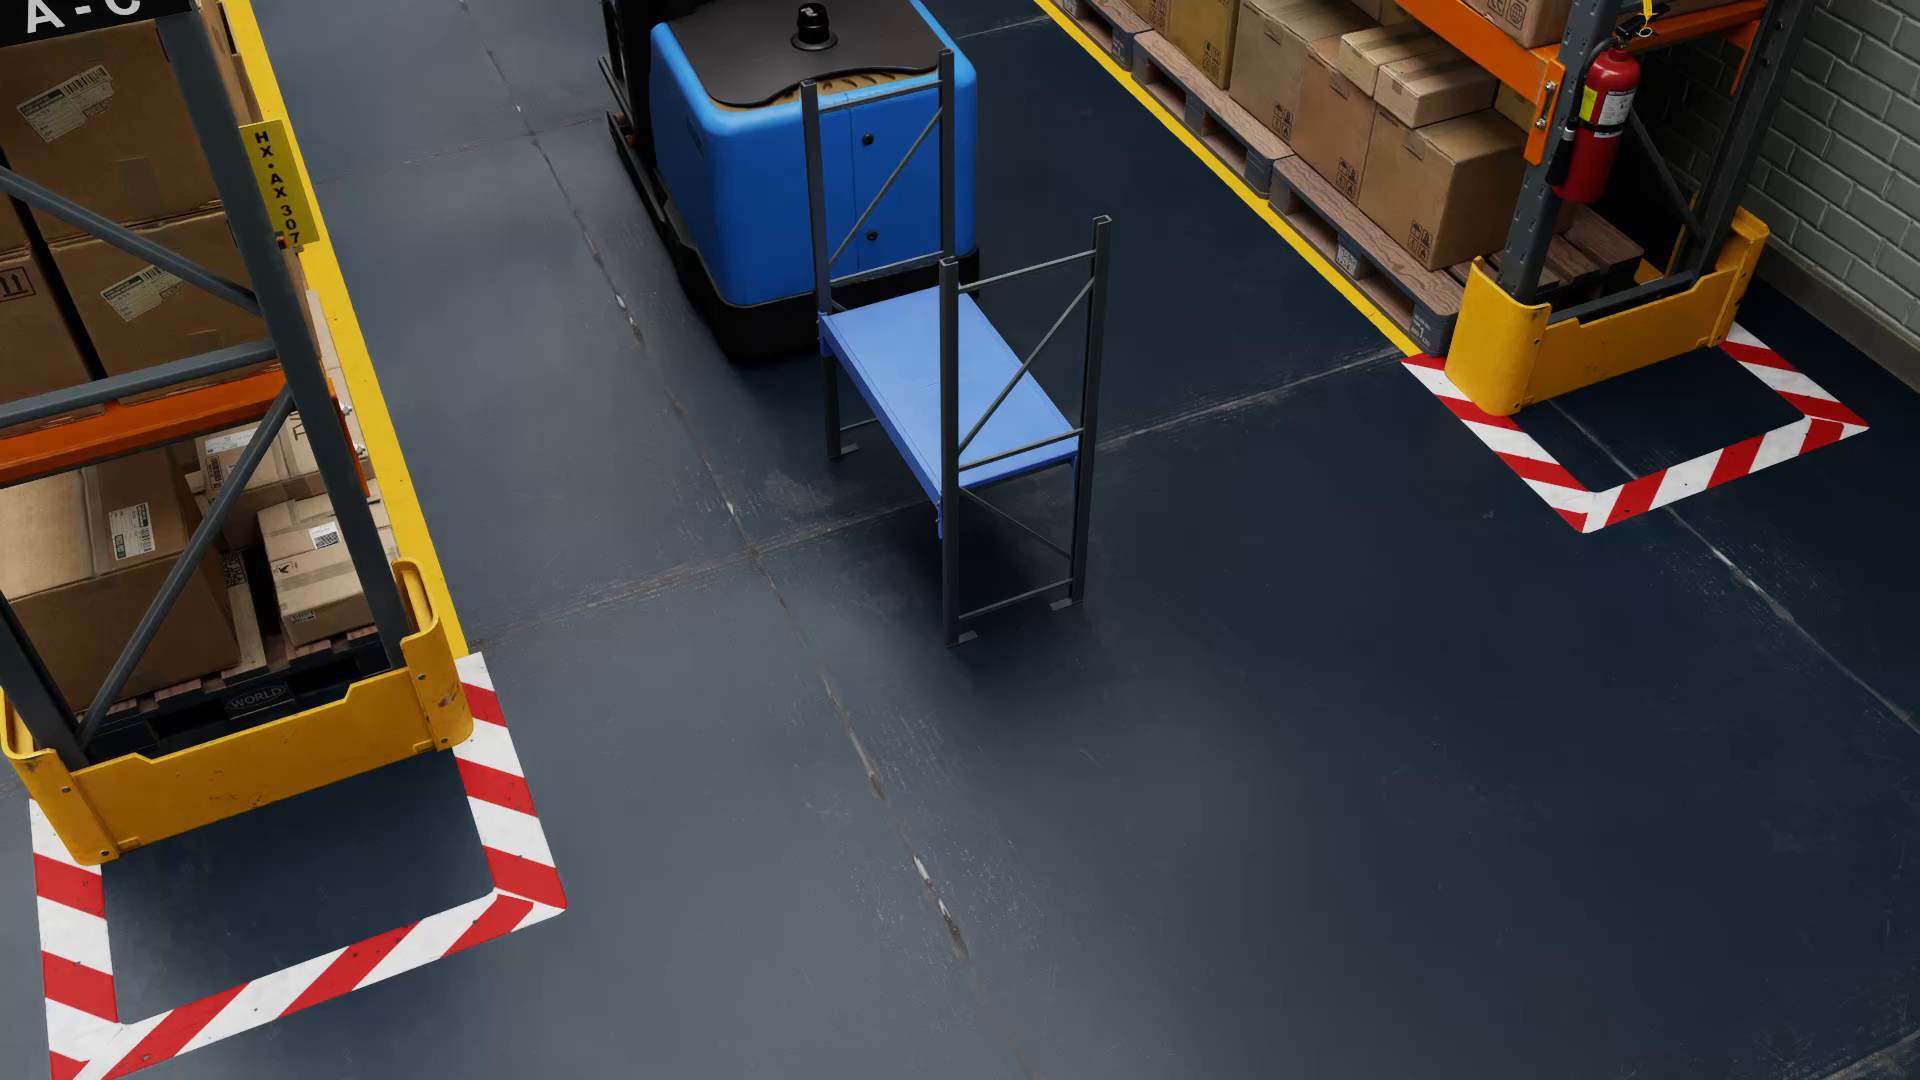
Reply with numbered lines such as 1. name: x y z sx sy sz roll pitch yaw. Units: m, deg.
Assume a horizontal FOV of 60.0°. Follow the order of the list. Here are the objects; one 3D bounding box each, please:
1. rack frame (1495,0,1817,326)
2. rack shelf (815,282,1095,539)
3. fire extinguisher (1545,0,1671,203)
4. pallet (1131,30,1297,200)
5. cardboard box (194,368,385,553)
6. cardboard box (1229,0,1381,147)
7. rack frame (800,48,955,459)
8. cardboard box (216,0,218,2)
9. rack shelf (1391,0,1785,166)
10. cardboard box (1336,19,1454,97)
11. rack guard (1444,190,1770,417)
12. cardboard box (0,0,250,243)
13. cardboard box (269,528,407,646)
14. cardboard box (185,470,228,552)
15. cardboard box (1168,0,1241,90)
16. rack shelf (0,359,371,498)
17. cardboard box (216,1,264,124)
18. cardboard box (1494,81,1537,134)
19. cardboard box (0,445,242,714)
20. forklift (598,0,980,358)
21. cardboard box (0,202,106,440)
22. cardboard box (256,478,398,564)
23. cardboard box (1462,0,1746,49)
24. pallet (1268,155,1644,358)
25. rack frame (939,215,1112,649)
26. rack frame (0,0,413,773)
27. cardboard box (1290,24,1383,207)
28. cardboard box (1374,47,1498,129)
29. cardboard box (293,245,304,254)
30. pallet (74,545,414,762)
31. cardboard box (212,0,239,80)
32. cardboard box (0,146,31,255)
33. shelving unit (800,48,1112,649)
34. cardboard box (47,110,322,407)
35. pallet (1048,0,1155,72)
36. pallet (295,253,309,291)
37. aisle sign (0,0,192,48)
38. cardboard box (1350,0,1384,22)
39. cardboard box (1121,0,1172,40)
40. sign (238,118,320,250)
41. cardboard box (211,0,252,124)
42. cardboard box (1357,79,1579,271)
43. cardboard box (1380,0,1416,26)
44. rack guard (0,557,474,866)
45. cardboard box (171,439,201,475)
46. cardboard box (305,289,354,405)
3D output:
1. rack frame: 2.435 -1.810 5.449 1.000 3.000 0.127 -18 47 -17
2. rack shelf: -0.036 -0.460 5.405 0.538 0.185 1.000 -18 47 -17
3. fire extinguisher: 2.080 -1.418 5.372 0.296 0.674 0.183 -18 47 -17
4. pallet: 1.519 -2.081 7.708 1.003 0.211 1.213 -18 47 -17
5. cardboard box: -2.239 -0.272 5.534 0.500 0.250 0.500 -18 47 -17
6. cardboard box: 1.628 -2.126 7.250 0.700 0.500 0.500 -19 48 -19
7. rack frame: -0.250 -0.912 5.607 0.500 1.500 0.032 -18 47 -17
8. cardboard box: -3.722 -2.541 7.656 0.500 0.500 0.500 -20 48 -19
9. rack shelf: 1.594 -2.829 6.994 1.077 0.370 4.000 -18 47 -17
10. cardboard box: 1.723 -1.908 6.567 0.380 0.149 0.250 -17 47 -16
11. rack guard: 2.446 -0.905 6.312 1.175 0.500 0.348 -18 47 -17
12. cardboard box: -2.005 -1.097 3.943 0.500 0.500 0.500 -17 47 -16
13. cardboard box: -1.922 0.145 5.184 0.380 0.149 0.250 -18 47 -17
14. cardboard box: -2.598 -0.052 5.371 0.380 0.166 0.250 -18 47 -17
15. cardboard box: 1.397 -2.463 7.592 0.700 0.500 0.500 -17 47 -16
16. rack shelf: -2.898 -1.364 5.509 1.077 0.370 4.000 -18 47 -17
17. cardboard box: -3.242 -1.882 6.988 0.500 0.500 0.500 -18 47 -17
18. cardboard box: 2.284 -1.697 6.353 0.380 0.149 0.250 -18 47 -17
19. cardboard box: -2.510 0.114 4.965 0.500 0.500 0.500 -18 47 -17
20. forklift: -0.943 -2.787 6.488 1.130 2.935 3.031 -16 47 -15
21. cardboard box: -2.493 -0.586 4.137 0.500 0.500 0.500 -17 47 -16
22. cardboard box: -2.027 -0.021 5.340 0.380 0.166 0.250 -18 47 -17
23. cardboard box: 2.212 -2.239 5.670 0.980 0.700 0.700 -16 47 -16
24. pallet: 2.028 -1.304 6.922 1.003 0.211 1.213 -18 47 -17
25. rack frame: 0.178 -0.264 4.950 0.500 1.500 0.032 -18 47 -17
26. rack frame: -2.057 -0.345 3.964 1.000 3.000 0.127 -18 47 -17
27. cardboard box: 1.840 -1.806 6.925 0.700 0.500 0.500 -18 47 -18
28. cardboard box: 1.831 -1.746 6.402 0.380 0.149 0.250 -19 48 -18
29. cardboard box: -2.927 -1.336 6.570 0.500 0.311 0.500 -18 47 -17
30. pallet: -2.426 0.091 5.507 1.003 0.211 1.213 -18 47 -17
31. cardboard box: -2.644 -1.708 5.274 0.500 0.500 0.500 -17 47 -17
32. cardboard box: -2.494 -0.939 3.783 0.500 0.500 0.500 -18 48 -18
33. shelving unit: -0.036 -0.588 5.278 0.538 1.500 1.048 -18 47 -17
34. cardboard box: -2.005 -0.741 4.295 0.500 0.500 0.500 -17 47 -17
35. pallet: 1.002 -2.859 8.497 1.003 0.211 1.213 -18 47 -17
36. pallet: -2.935 -0.685 6.294 1.003 0.211 1.213 -18 47 -17
37. aisle sign: -1.762 -1.314 3.095 0.394 0.787 0.004 -18 47 -17
38. cardboard box: 1.858 -2.341 7.006 0.380 0.149 0.250 -17 47 -17
39. cardboard box: 1.183 -2.791 7.924 0.700 0.500 0.500 -18 48 -18
40. sign: -1.565 -0.814 3.823 0.100 0.325 0.005 -18 47 -17
41. cardboard box: -2.435 -1.389 4.951 0.500 0.500 0.500 -18 47 -18
42. cardboard box: 2.050 -1.487 6.602 0.700 0.500 0.500 -18 47 -17
43. cardboard box: 1.966 -2.179 6.842 0.380 0.149 0.250 -18 47 -17
44. rack guard: -2.089 0.496 4.891 1.175 0.500 0.348 -18 47 -17
45. cardboard box: -2.882 -0.411 5.675 0.500 0.250 0.500 -18 47 -17
46. cardboard box: -2.449 -0.591 5.857 0.500 0.250 0.500 -18 47 -17
